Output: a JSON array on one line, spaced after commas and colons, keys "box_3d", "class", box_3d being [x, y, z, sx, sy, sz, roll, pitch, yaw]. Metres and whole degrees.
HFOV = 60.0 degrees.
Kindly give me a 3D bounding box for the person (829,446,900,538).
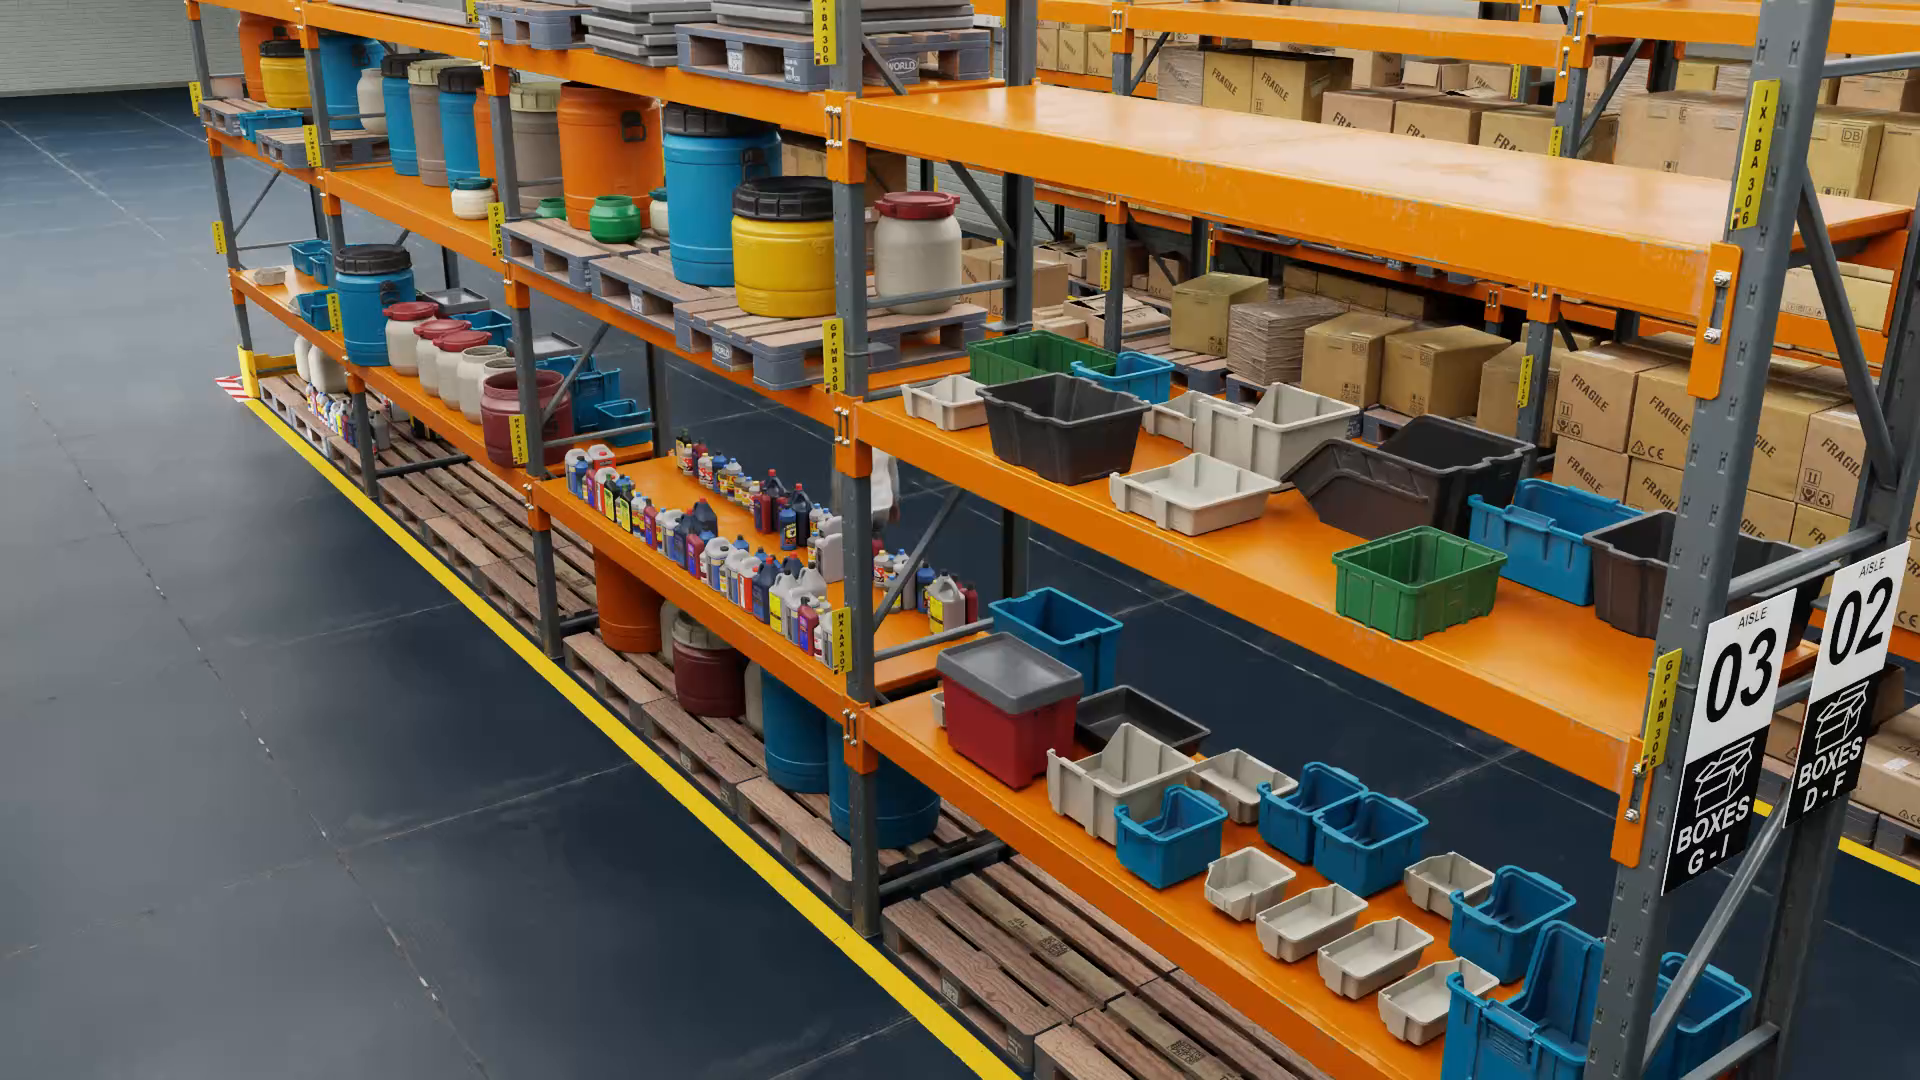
[{"box_3d": [-0.666, -0.223, 11.546, 0.562, 1.766, 0.499, -19, 28, -40], "class": "person"}]
